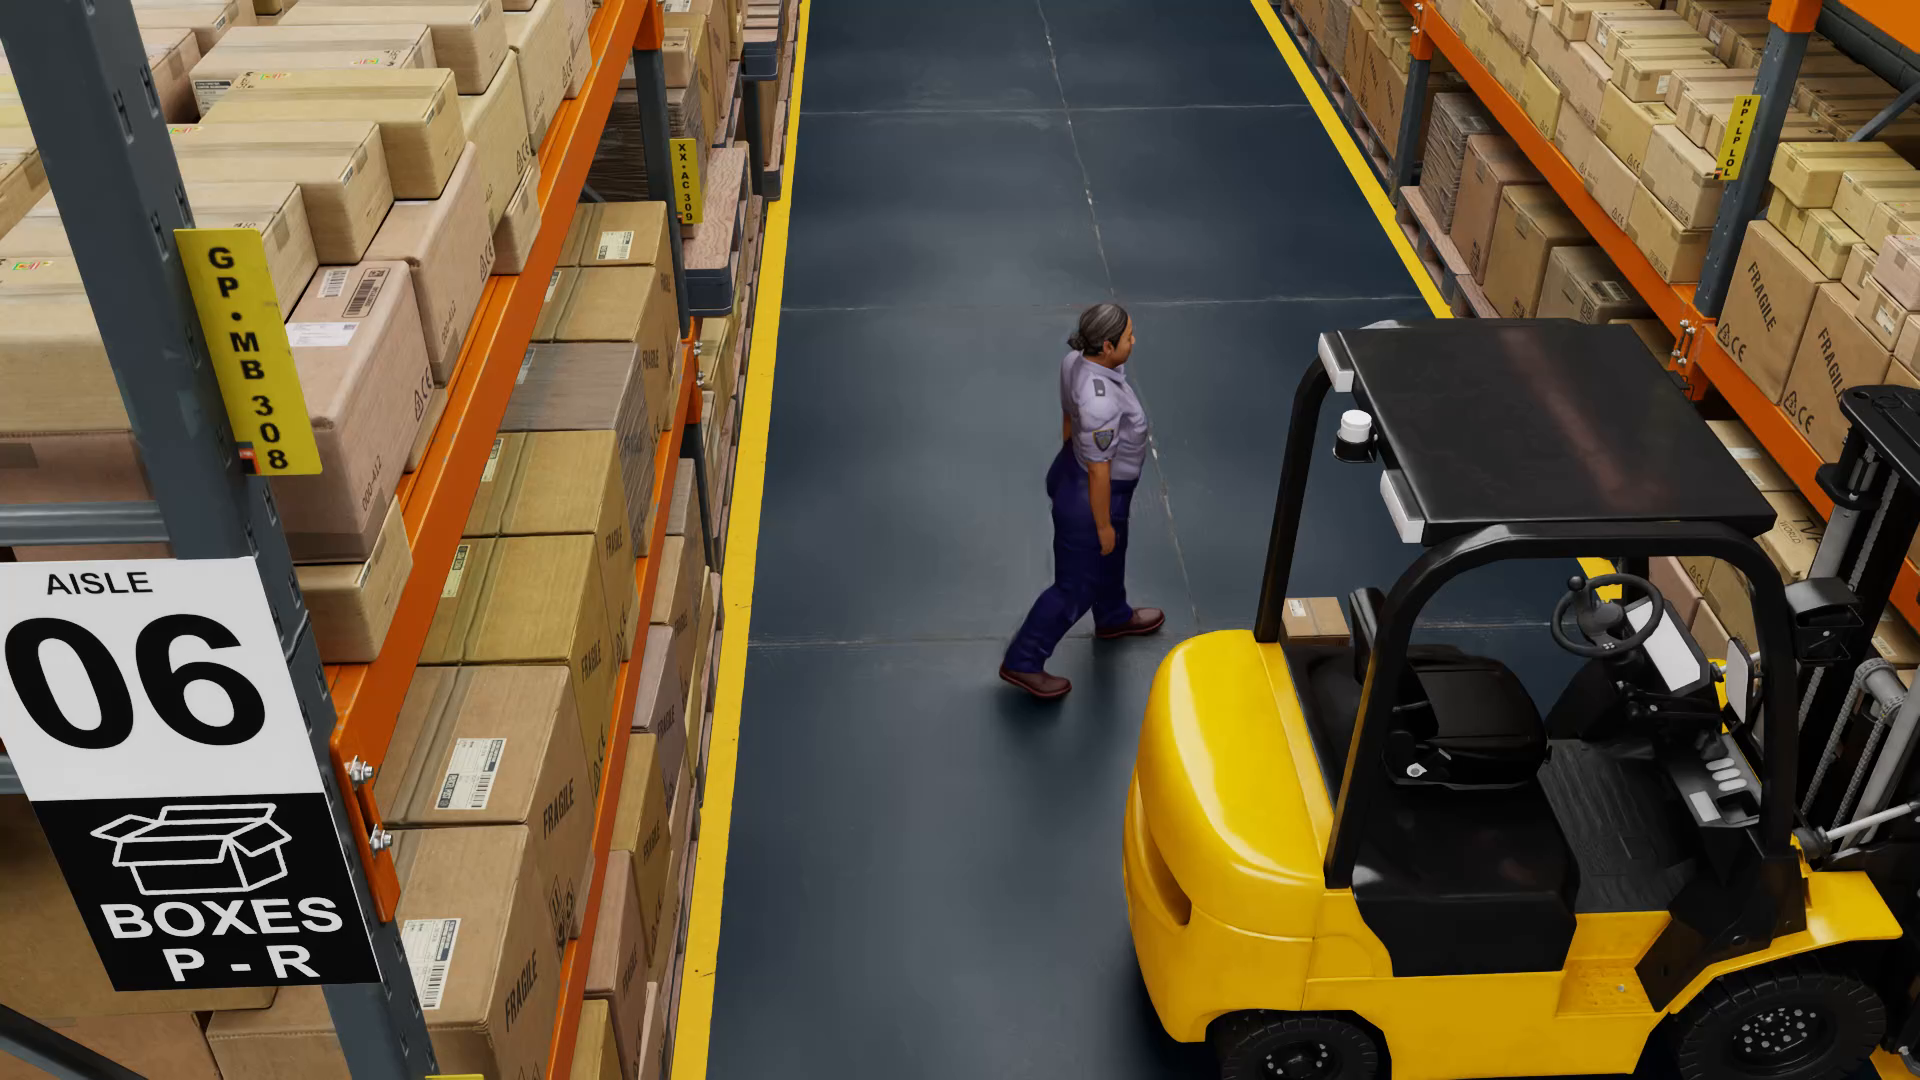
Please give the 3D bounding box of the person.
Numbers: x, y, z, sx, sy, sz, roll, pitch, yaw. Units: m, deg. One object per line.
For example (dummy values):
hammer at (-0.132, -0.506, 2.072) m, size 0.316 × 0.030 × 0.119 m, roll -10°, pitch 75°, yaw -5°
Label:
person at (0.513, -0.165, 6.390) m, size 0.749 × 1.636 × 0.520 m, roll -4°, pitch 36°, yaw -5°
